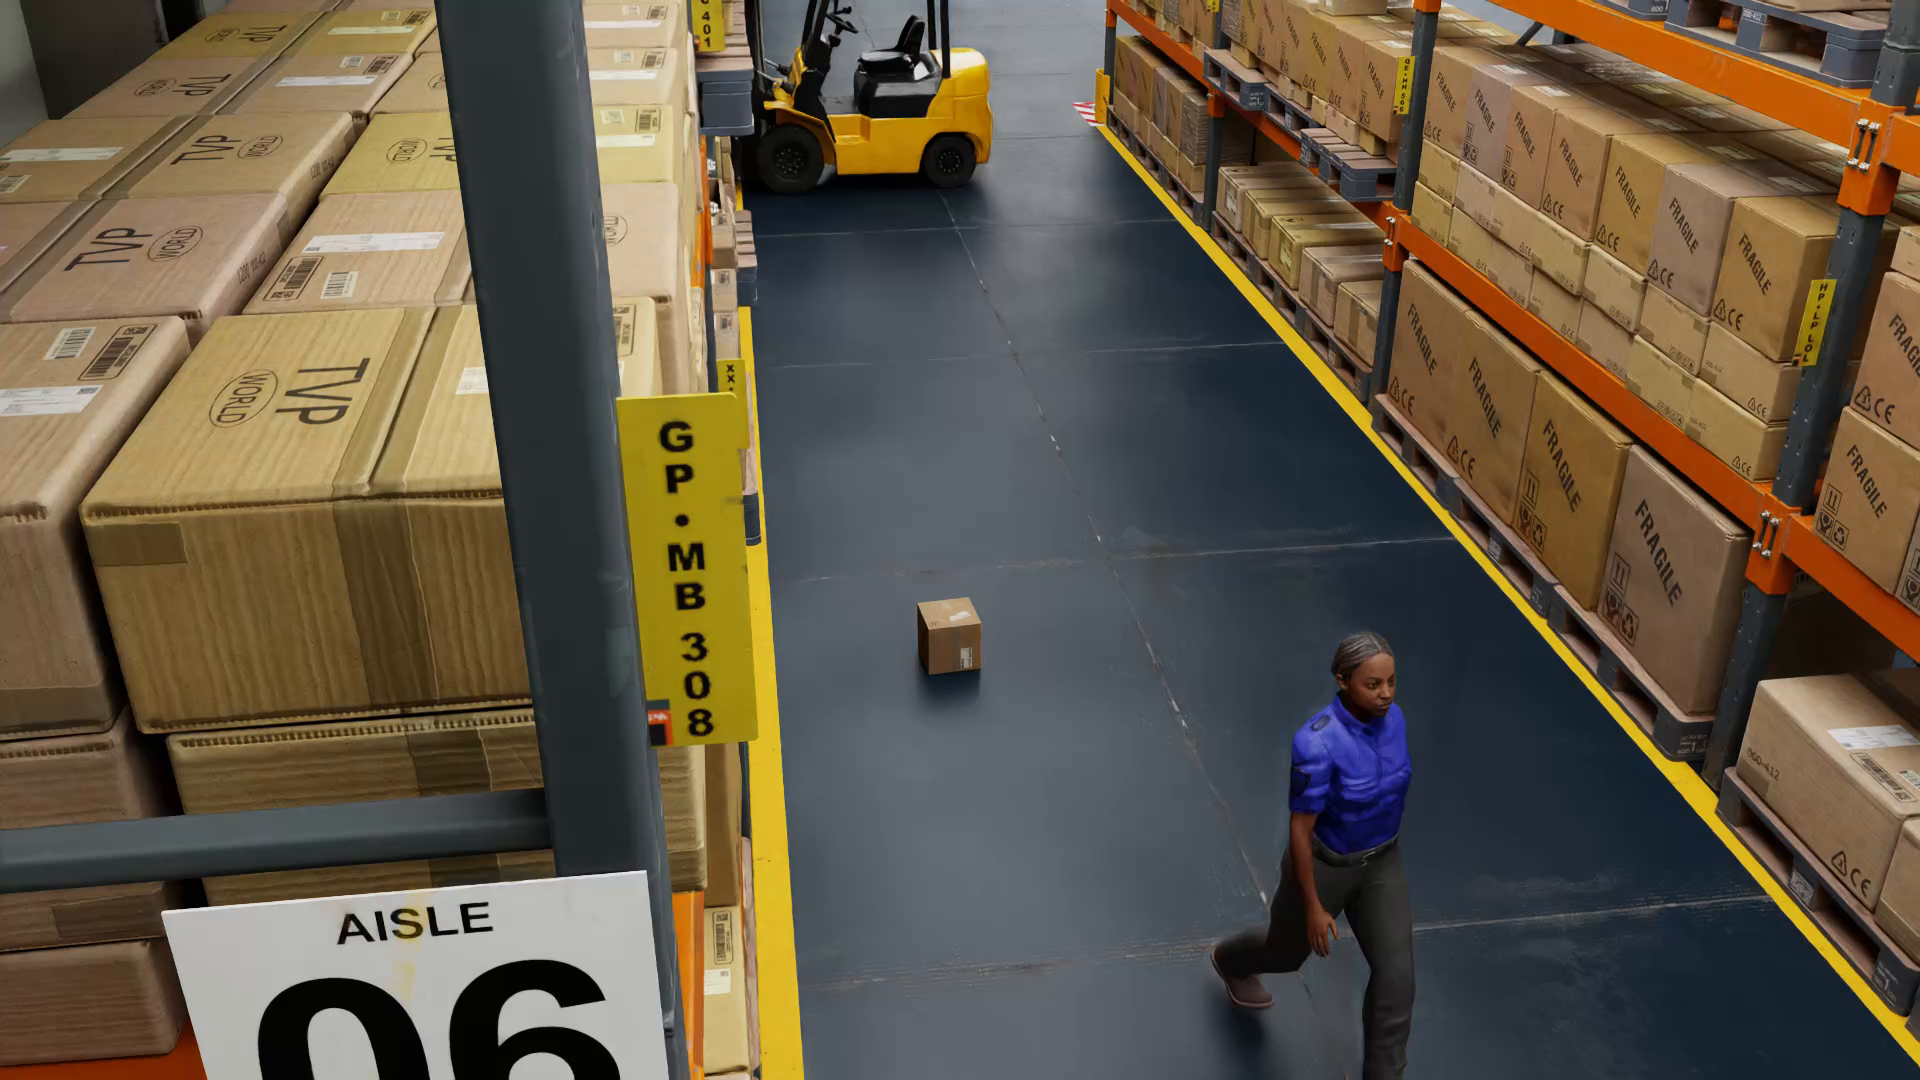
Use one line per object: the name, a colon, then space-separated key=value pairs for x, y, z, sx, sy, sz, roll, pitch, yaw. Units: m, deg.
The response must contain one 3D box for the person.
person: x=1.176 y=1.011 z=5.157 sx=0.464 sy=1.604 sz=0.968 roll=-14 pitch=31 yaw=-26
